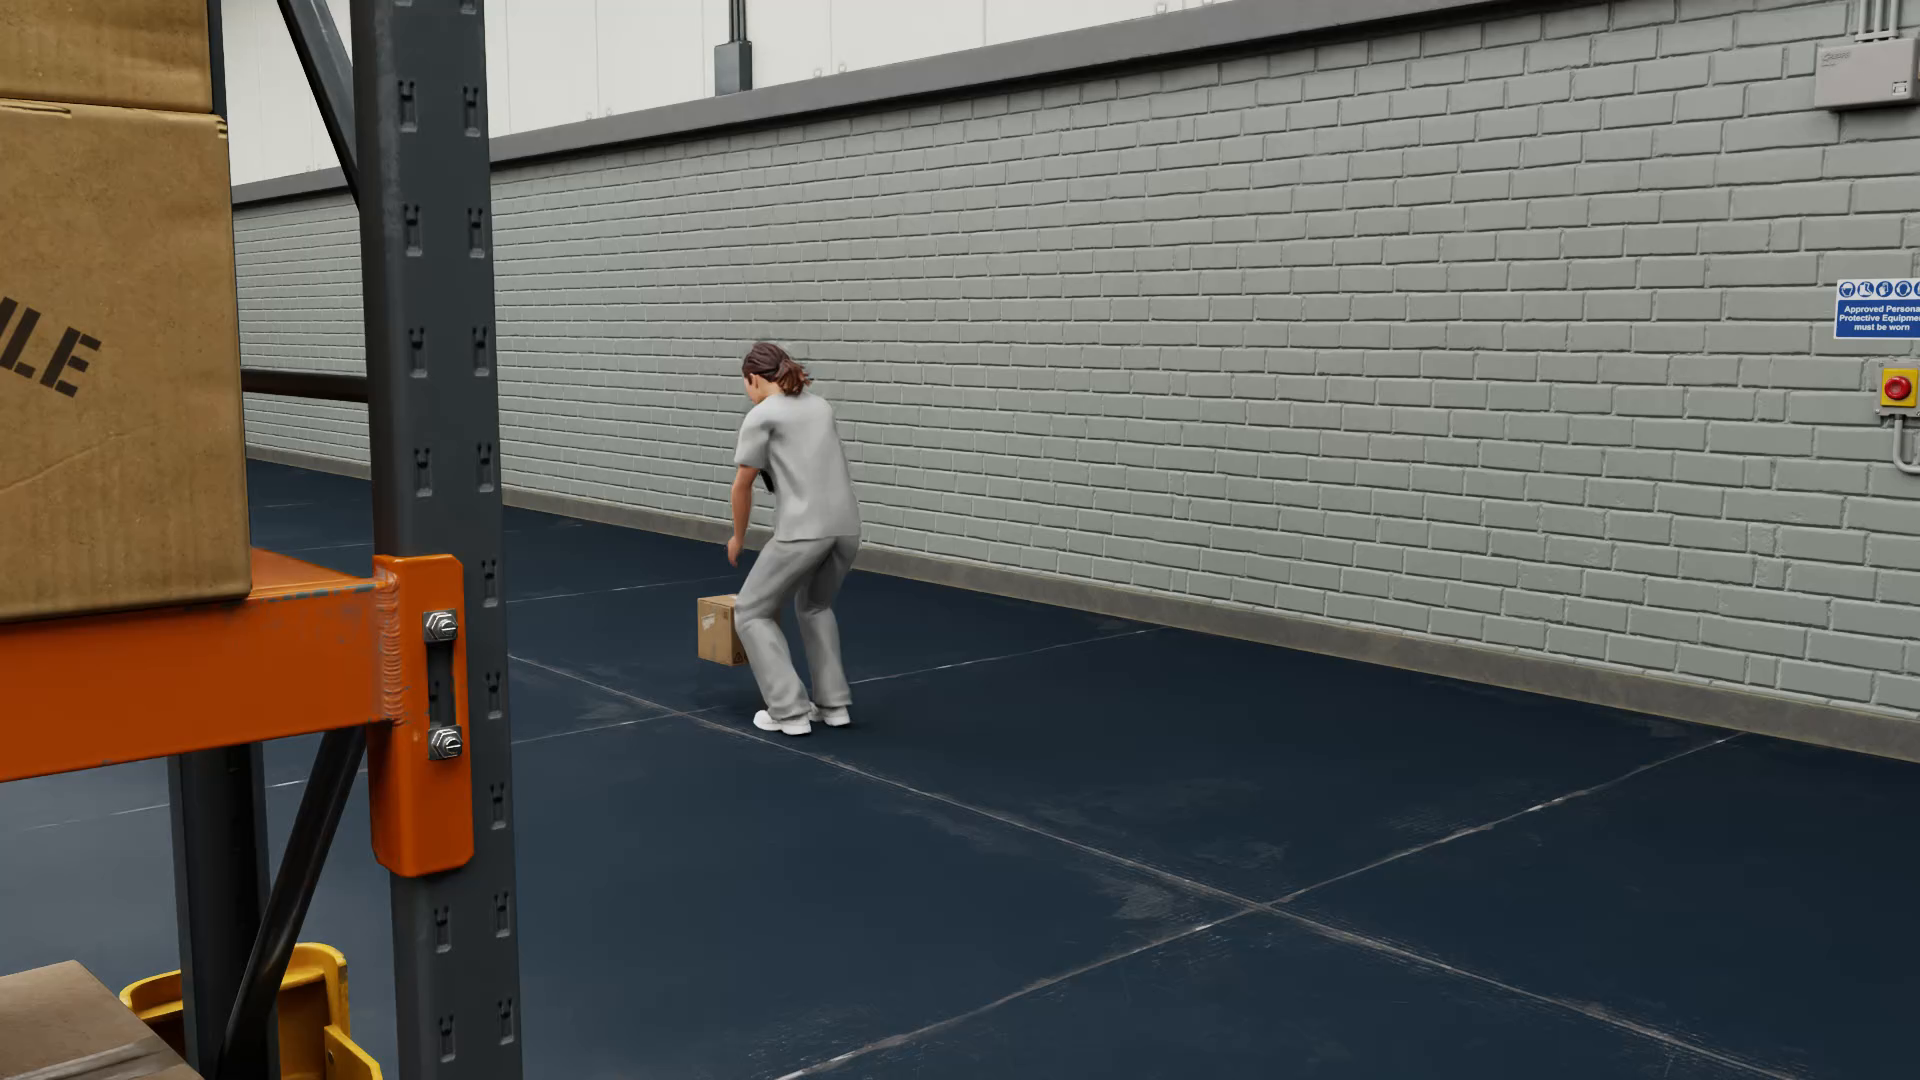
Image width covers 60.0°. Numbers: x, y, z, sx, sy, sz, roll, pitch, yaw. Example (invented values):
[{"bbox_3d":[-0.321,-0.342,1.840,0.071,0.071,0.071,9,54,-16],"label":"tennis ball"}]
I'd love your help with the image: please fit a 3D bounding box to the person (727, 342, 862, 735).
[{"bbox_3d":[-0.658,-0.008,6.503,0.483,1.515,0.532,-6,10,-40],"label":"person"}]
